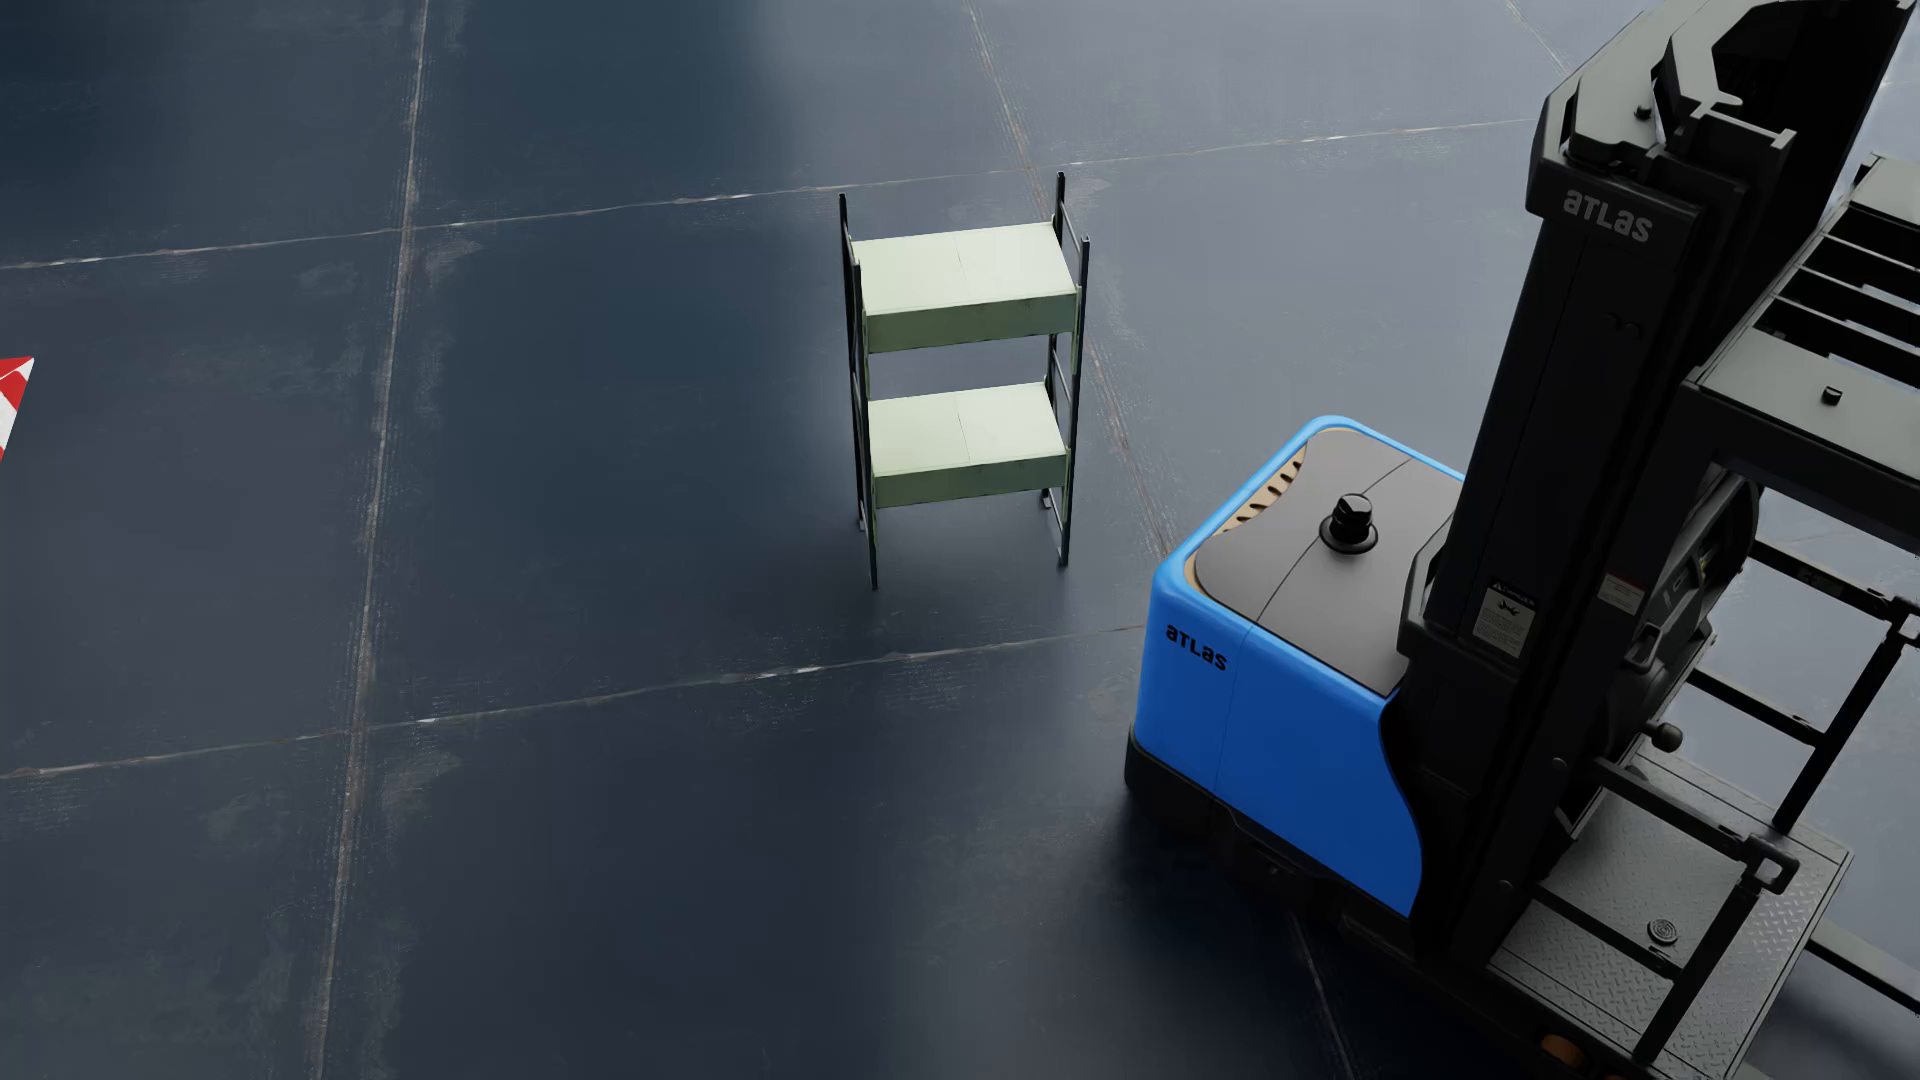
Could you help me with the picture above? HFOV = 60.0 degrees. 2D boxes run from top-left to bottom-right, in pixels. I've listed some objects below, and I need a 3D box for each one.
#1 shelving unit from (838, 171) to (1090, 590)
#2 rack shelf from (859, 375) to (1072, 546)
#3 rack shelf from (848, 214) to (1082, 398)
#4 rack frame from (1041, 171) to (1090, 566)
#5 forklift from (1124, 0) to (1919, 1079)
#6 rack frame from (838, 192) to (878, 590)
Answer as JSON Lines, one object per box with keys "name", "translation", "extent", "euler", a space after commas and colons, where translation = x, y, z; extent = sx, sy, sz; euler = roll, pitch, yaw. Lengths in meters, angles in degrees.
{"name": "shelving unit", "translation": [0.007, -0.521, 5.895], "extent": [0.755, 1.500, 0.431], "euler": [-7, 46, -7]}
{"name": "rack shelf", "translation": [0.007, -0.295, 6.129], "extent": [0.720, 0.370, 0.431], "euler": [-7, 46, -7]}
{"name": "rack shelf", "translation": [0.007, -0.792, 5.614], "extent": [0.720, 0.370, 0.431], "euler": [-7, 46, -7]}
{"name": "rack frame", "translation": [0.367, -0.566, 5.938], "extent": [0.023, 1.500, 0.400], "euler": [-7, 46, -7]}
{"name": "forklift", "translation": [2.002, 0.249, 4.159], "extent": [3.031, 2.935, 1.130], "euler": [31, 54, 27]}
{"name": "rack frame", "translation": [-0.354, -0.476, 5.851], "extent": [0.023, 1.500, 0.400], "euler": [-7, 46, -7]}
